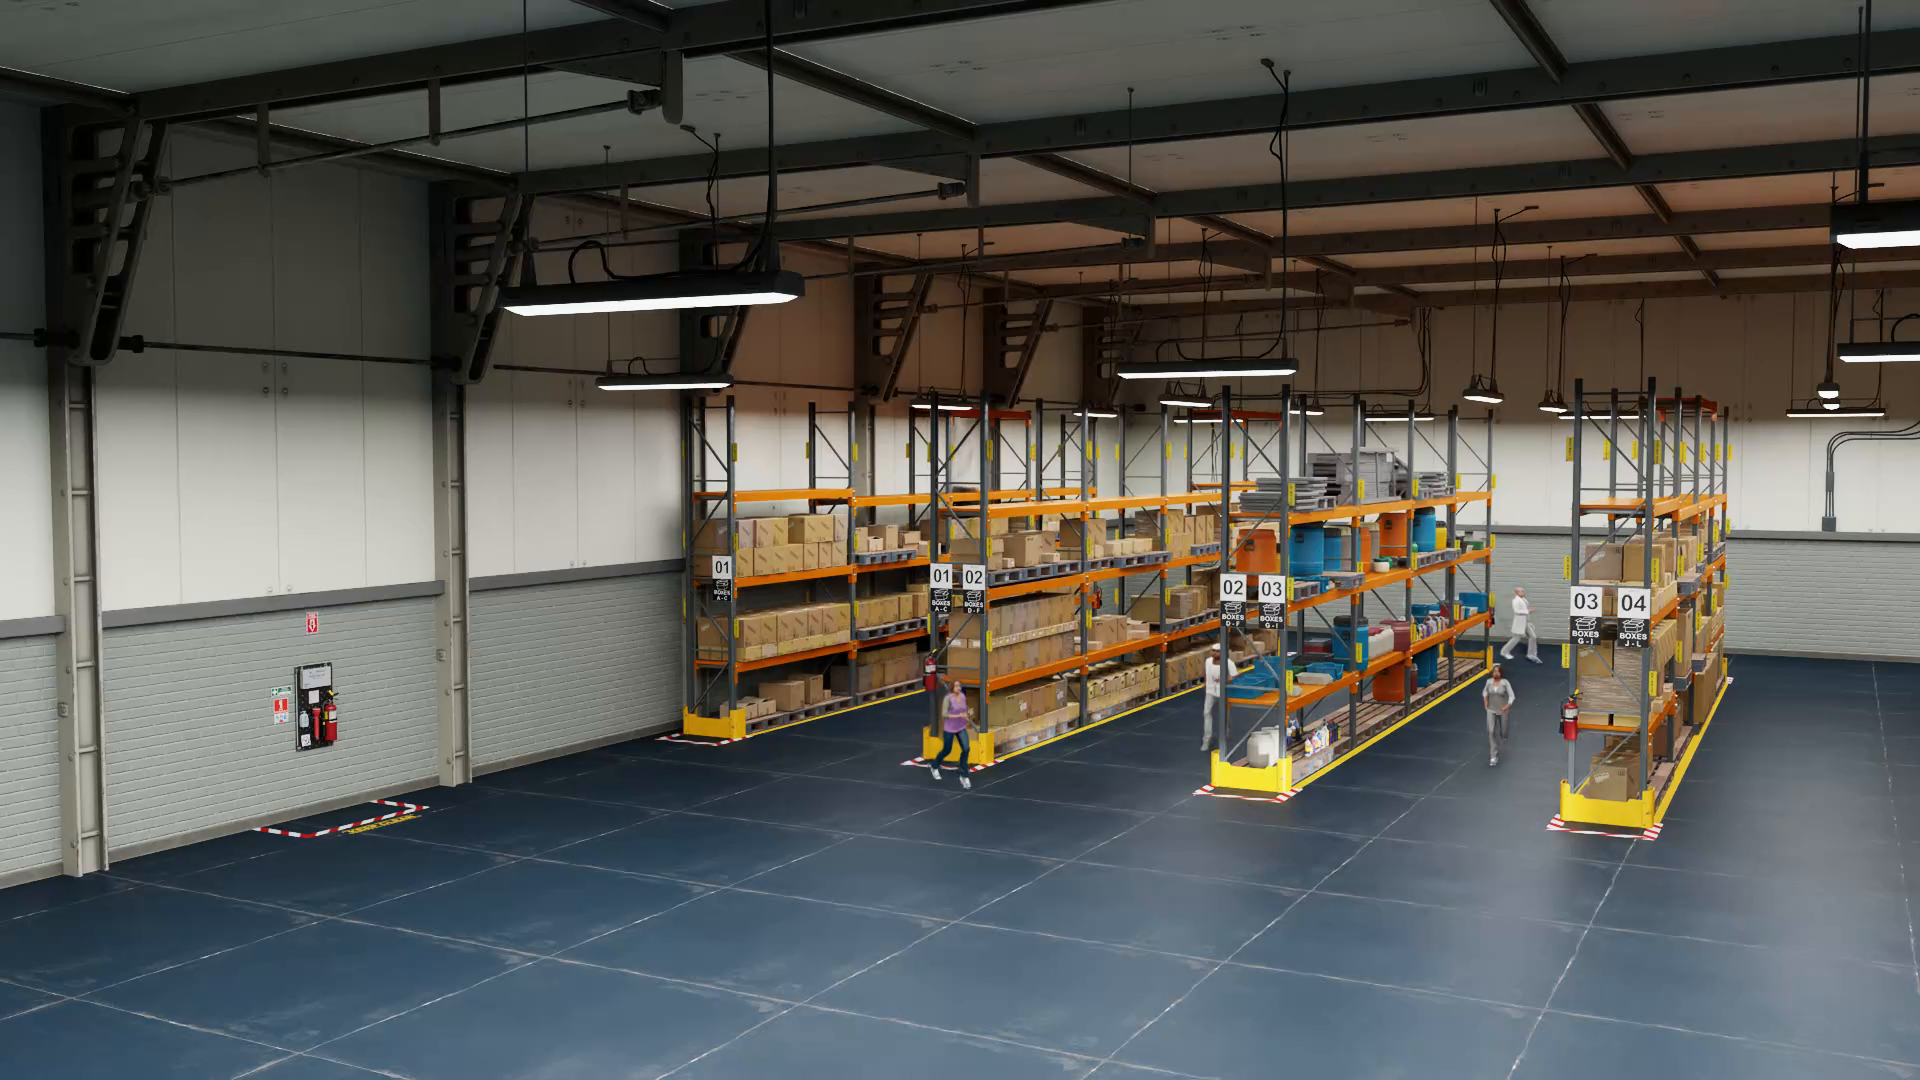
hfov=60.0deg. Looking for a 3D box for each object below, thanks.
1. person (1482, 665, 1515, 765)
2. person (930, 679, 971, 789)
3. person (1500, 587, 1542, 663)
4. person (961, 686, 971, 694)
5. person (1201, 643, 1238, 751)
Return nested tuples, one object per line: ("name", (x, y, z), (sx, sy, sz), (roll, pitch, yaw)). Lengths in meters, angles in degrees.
("person", (8.743, 2.820, 27.025), (0.520, 1.580, 0.925), (1, 3, 22))
("person", (-0.103, 2.885, 25.021), (0.547, 1.629, 0.850), (-2, 4, -32))
("person", (13.472, 2.028, 39.855), (0.929, 1.811, 0.727), (3, 4, 43))
("person", (0.097, 2.518, 31.915), (0.643, 1.598, 0.692), (1, 3, 21))
("person", (4.422, 2.647, 28.233), (0.661, 1.817, 1.014), (1, 3, 26))
